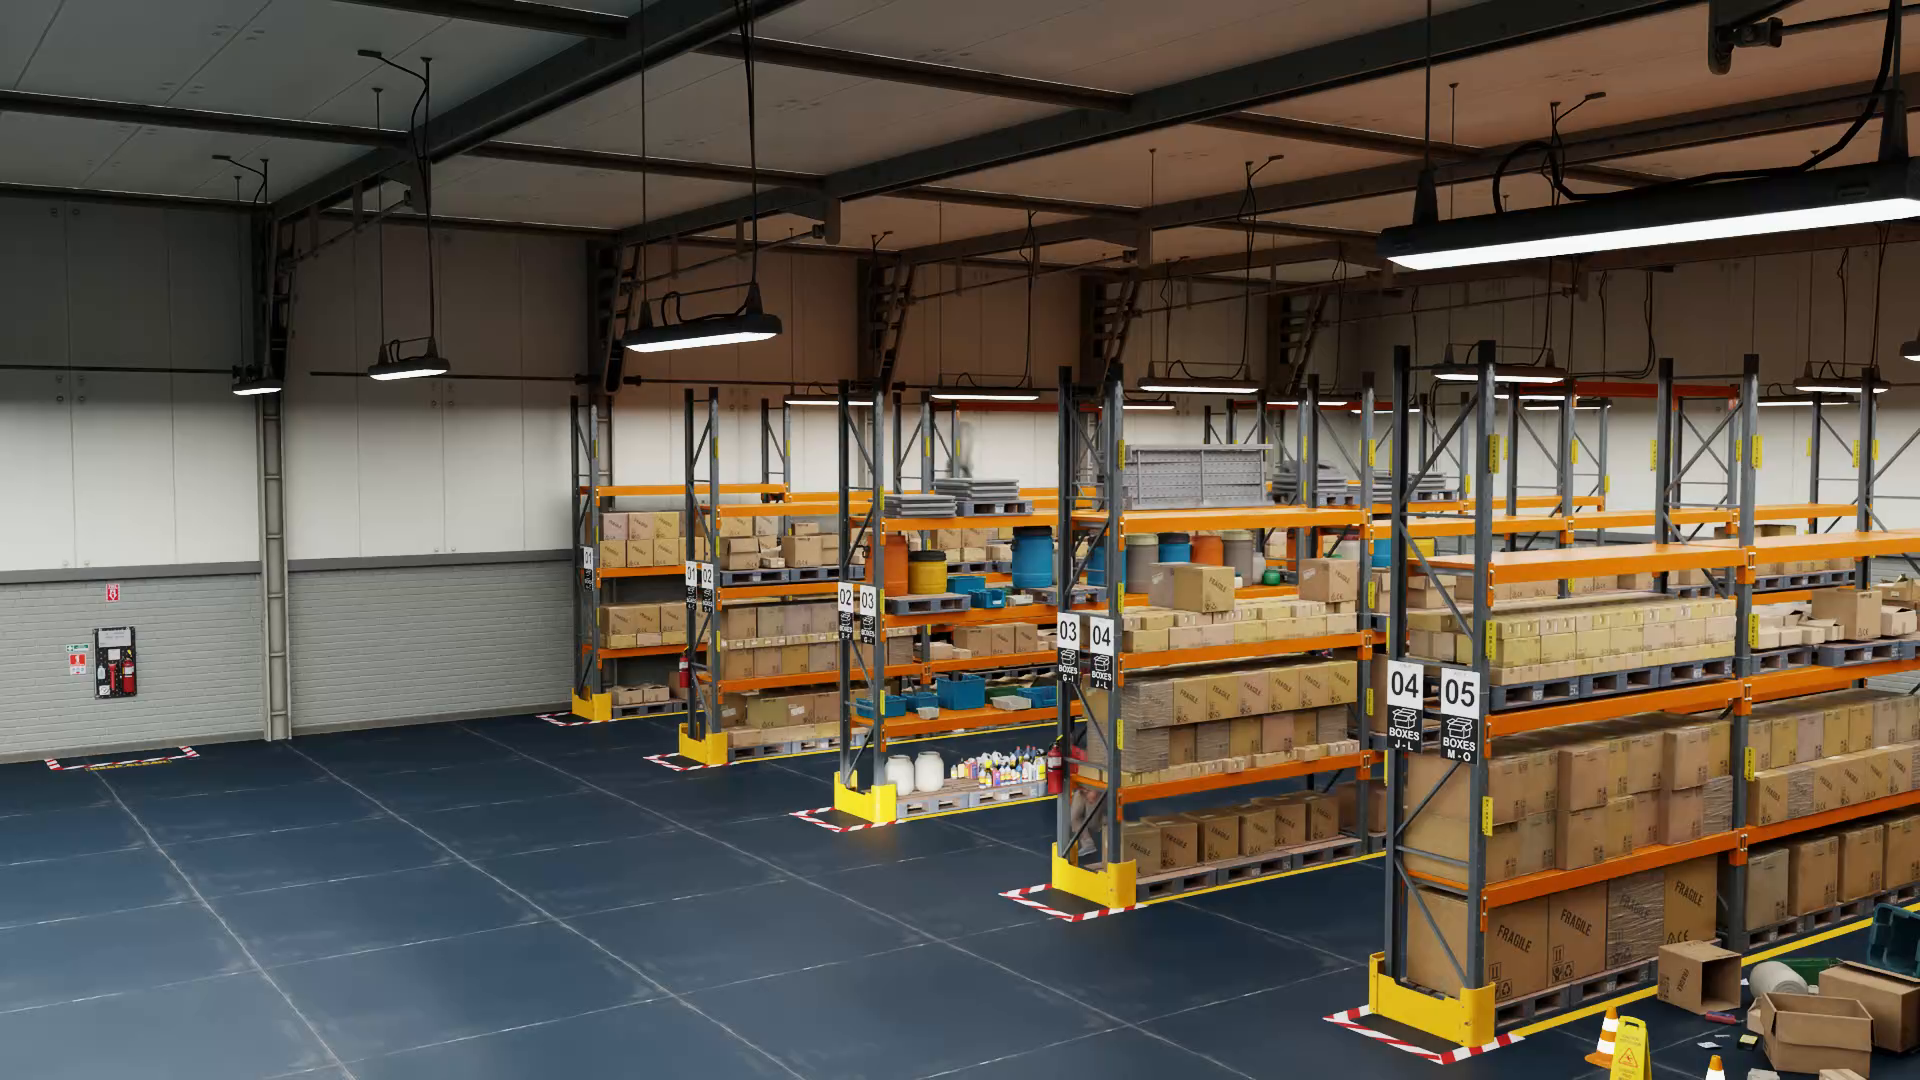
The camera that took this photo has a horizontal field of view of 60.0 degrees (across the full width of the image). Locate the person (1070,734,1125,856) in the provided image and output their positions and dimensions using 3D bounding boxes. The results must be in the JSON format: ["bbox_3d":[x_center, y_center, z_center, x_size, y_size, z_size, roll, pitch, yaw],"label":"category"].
[{"bbox_3d":[1.651,3.160,20.707,0.991,1.571,0.670,-2,4,-29],"label":"person"}]
